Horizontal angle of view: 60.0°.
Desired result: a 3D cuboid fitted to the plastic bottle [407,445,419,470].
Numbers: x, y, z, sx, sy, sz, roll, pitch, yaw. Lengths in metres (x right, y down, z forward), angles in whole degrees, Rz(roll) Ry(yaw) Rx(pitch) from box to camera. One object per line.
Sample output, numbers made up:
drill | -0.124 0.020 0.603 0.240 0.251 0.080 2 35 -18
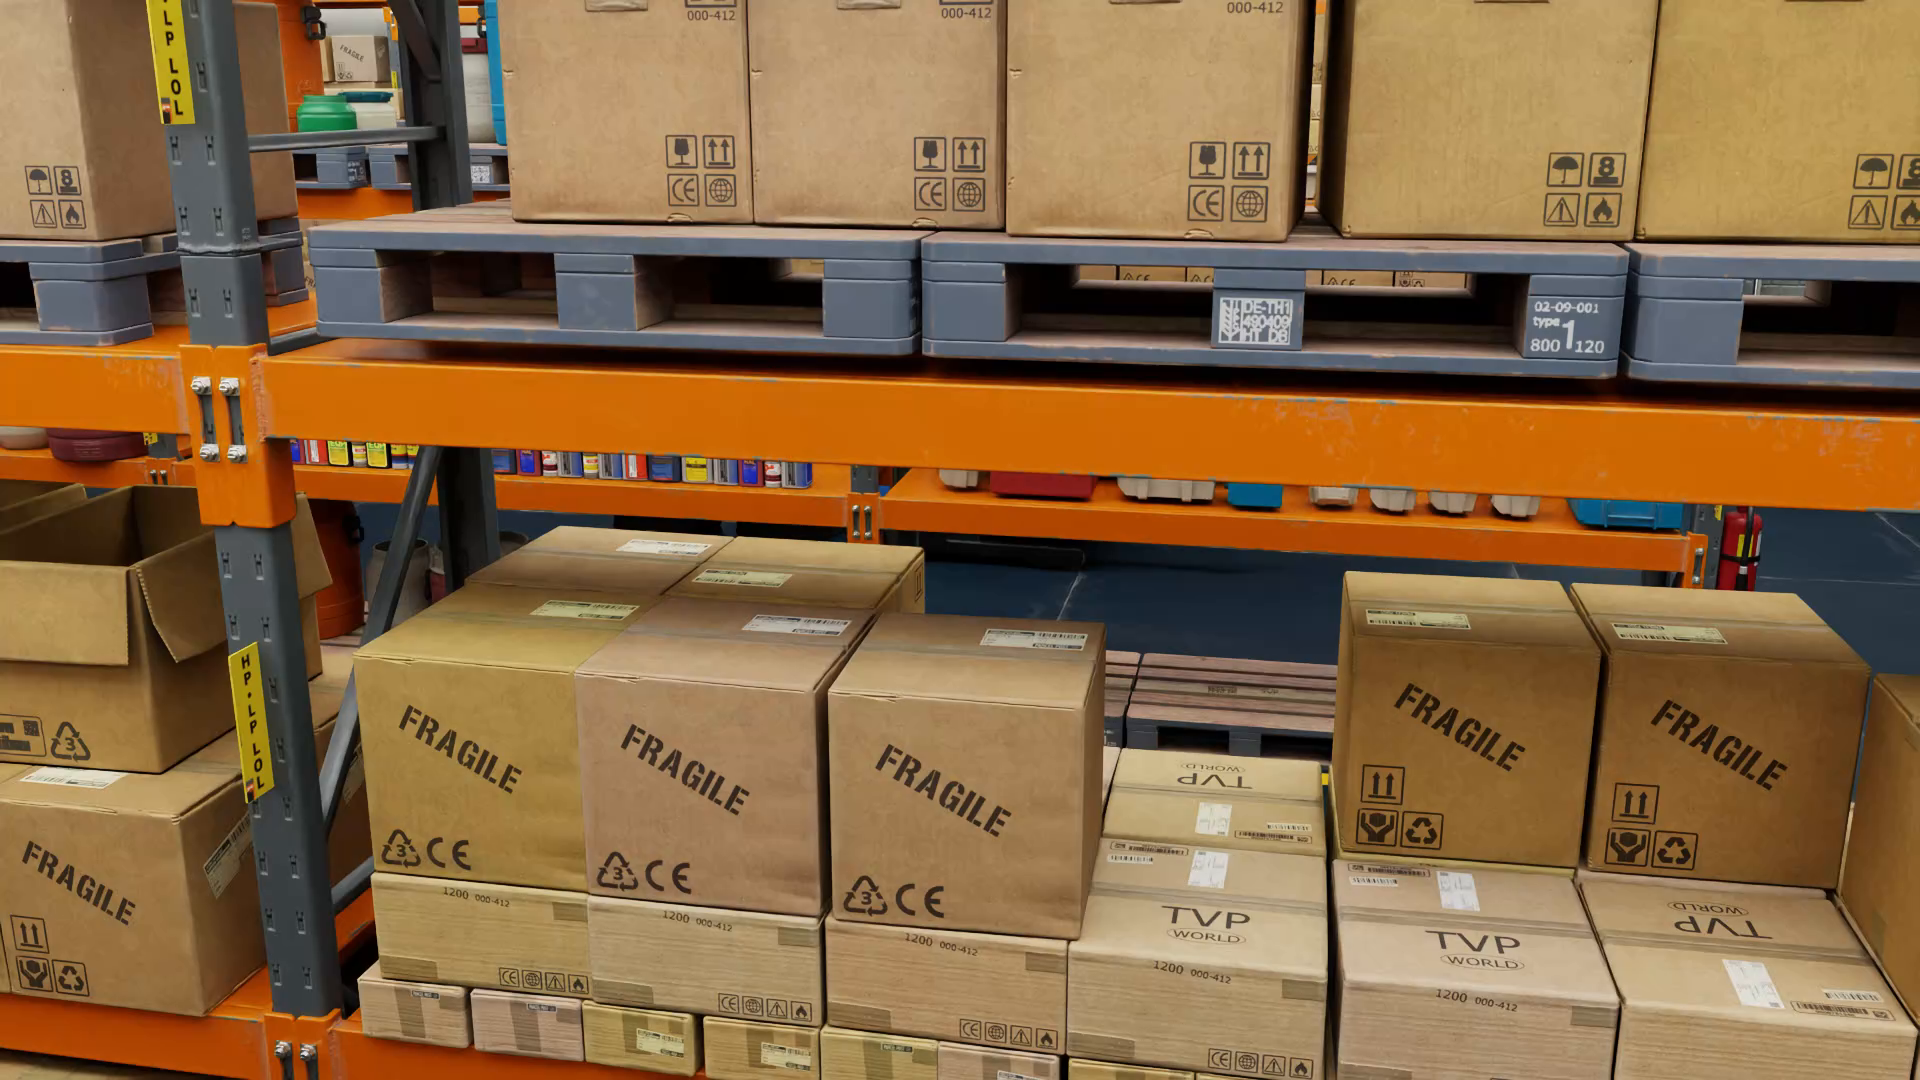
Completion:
plastic bottle | -2.939 -0.517 8.982 0.097 0.271 0.097 0 15 0

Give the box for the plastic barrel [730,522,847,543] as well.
plastic barrel | -0.922 0.239 9.155 0.708 0.901 0.600 3 16 11

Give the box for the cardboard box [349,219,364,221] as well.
cardboard box | -6.783 -3.797 19.419 0.500 0.500 0.500 3 16 11

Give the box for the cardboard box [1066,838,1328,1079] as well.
cardboard box | 0.506 0.864 3.479 0.500 0.250 0.500 3 16 11

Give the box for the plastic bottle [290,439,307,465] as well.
plastic bottle | -3.640 -0.556 9.099 0.133 0.283 0.061 3 16 11

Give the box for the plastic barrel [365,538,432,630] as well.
plastic barrel | -3.258 0.275 9.753 0.421 0.512 0.421 0 15 0

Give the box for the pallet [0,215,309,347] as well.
pallet | -2.288 -0.630 3.887 1.217 0.209 0.805 2 16 9

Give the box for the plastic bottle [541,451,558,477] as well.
plastic bottle | -2.174 -0.442 8.841 0.097 0.201 0.097 0 15 0

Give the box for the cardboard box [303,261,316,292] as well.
cardboard box | -5.485 -2.206 14.650 0.500 0.500 0.500 3 16 11

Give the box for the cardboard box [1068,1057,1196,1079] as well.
cardboard box | 0.372 1.065 3.498 0.250 0.149 0.380 3 16 9

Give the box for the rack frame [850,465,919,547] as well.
rack frame | -0.392 -0.537 8.810 0.127 3.000 1.000 3 16 11

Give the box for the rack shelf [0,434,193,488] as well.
rack shelf | -6.272 -0.509 10.059 4.000 0.370 1.077 3 16 11

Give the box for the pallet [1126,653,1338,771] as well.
pallet | 1.535 0.900 8.846 1.213 0.211 1.003 3 16 11

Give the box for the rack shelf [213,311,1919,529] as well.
rack shelf | 0.580 -0.233 3.444 4.000 0.370 1.077 3 16 11

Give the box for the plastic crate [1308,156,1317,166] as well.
plastic crate | 2.085 -1.893 8.203 0.767 0.338 0.504 3 16 11

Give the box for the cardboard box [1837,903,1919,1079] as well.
cardboard box | 2.013 0.944 3.187 0.500 0.250 0.500 3 16 10

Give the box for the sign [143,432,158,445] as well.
sign | -4.415 -0.684 9.036 0.005 0.325 0.100 3 16 11

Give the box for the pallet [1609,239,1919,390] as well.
pallet | 1.811 -0.468 3.109 1.213 0.211 1.003 3 16 11

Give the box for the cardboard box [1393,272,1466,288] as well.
cardboard box | 3.532 -2.128 12.495 0.500 0.500 0.500 4 16 13

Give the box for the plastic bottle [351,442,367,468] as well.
plastic bottle | -3.260 -0.501 9.054 0.097 0.201 0.097 0 15 0

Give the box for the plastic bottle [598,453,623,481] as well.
plastic bottle | -1.827 -0.467 8.790 0.135 0.276 0.152 3 16 11

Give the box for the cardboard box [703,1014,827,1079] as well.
cardboard box | -0.382 1.024 3.646 0.250 0.149 0.380 3 16 10

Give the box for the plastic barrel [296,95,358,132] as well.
plastic barrel | -3.320 -2.206 8.722 0.294 0.245 0.294 0 15 0

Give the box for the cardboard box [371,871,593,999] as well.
cardboard box | -0.971 0.781 3.776 0.500 0.250 0.500 3 16 10

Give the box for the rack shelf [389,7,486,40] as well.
rack shelf | -4.298 -5.799 18.667 4.000 0.370 1.077 3 16 11

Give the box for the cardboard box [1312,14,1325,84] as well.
cardboard box | 2.556 -3.716 12.610 0.500 0.500 0.700 3 16 11

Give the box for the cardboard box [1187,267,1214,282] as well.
cardboard box | 2.013 -2.209 12.787 0.500 0.500 0.500 3 16 9

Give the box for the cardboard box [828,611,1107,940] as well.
cardboard box | 0.031 0.474 3.482 0.500 0.500 0.500 3 16 9

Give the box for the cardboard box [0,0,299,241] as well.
cardboard box | -1.950 -0.965 3.765 0.500 0.500 0.700 3 16 12

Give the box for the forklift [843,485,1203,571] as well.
forklift | 0.649 -1.351 11.878 3.031 2.935 1.130 4 16 14

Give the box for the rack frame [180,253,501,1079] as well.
rack frame | -1.379 0.759 4.133 0.127 3.000 1.000 3 16 11

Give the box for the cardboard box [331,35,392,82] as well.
cardboard box | -6.803 -5.495 18.993 0.500 0.500 0.500 2 16 6

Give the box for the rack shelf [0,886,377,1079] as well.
rack shelf | -3.339 0.999 4.613 4.000 0.370 1.077 3 16 11

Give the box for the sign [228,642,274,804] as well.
sign | -1.478 0.382 3.475 0.005 0.325 0.100 3 16 11

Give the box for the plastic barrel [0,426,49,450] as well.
plastic barrel | -5.363 -0.802 9.559 0.421 0.512 0.421 0 15 0

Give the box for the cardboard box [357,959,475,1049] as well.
cardboard box | -1.156 0.983 3.795 0.250 0.149 0.380 3 16 11

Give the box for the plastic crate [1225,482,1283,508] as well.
plastic crate | 1.464 -0.314 8.209 0.300 0.233 0.416 3 16 11

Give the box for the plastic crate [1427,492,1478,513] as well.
plastic crate | 2.411 -0.241 8.124 0.243 0.136 0.396 3 16 11

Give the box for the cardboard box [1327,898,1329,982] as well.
cardboard box | 0.998 0.920 4.023 0.250 0.149 0.380 3 16 10

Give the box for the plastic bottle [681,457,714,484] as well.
plastic bottle | -1.358 -0.476 8.684 0.185 0.351 0.144 3 16 11

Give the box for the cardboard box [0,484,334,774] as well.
cardboard box | -2.007 0.196 4.100 0.637 0.503 0.797 3 16 10

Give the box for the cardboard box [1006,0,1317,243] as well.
cardboard box | 0.409 -0.865 3.214 0.500 0.500 0.700 4 16 14

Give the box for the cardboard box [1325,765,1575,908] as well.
cardboard box | 1.121 0.751 3.886 0.500 0.250 0.500 3 16 9

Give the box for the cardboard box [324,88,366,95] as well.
cardboard box | -5.380 -3.716 14.162 0.500 0.250 0.500 2 16 6

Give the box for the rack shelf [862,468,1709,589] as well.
rack shelf | 1.567 -0.084 8.522 4.000 0.370 1.077 3 16 11

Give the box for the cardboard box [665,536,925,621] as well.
cardboard box | -0.386 0.309 4.077 0.500 0.500 0.500 3 16 12

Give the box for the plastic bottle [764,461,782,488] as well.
plastic bottle | -0.962 -0.376 8.604 0.097 0.201 0.097 0 15 0

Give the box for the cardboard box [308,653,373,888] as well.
cardboard box | -1.780 0.621 4.444 0.500 0.500 0.500 3 16 11

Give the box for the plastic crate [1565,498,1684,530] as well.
plastic crate | 3.162 -0.339 7.917 0.499 0.435 0.616 3 16 11
